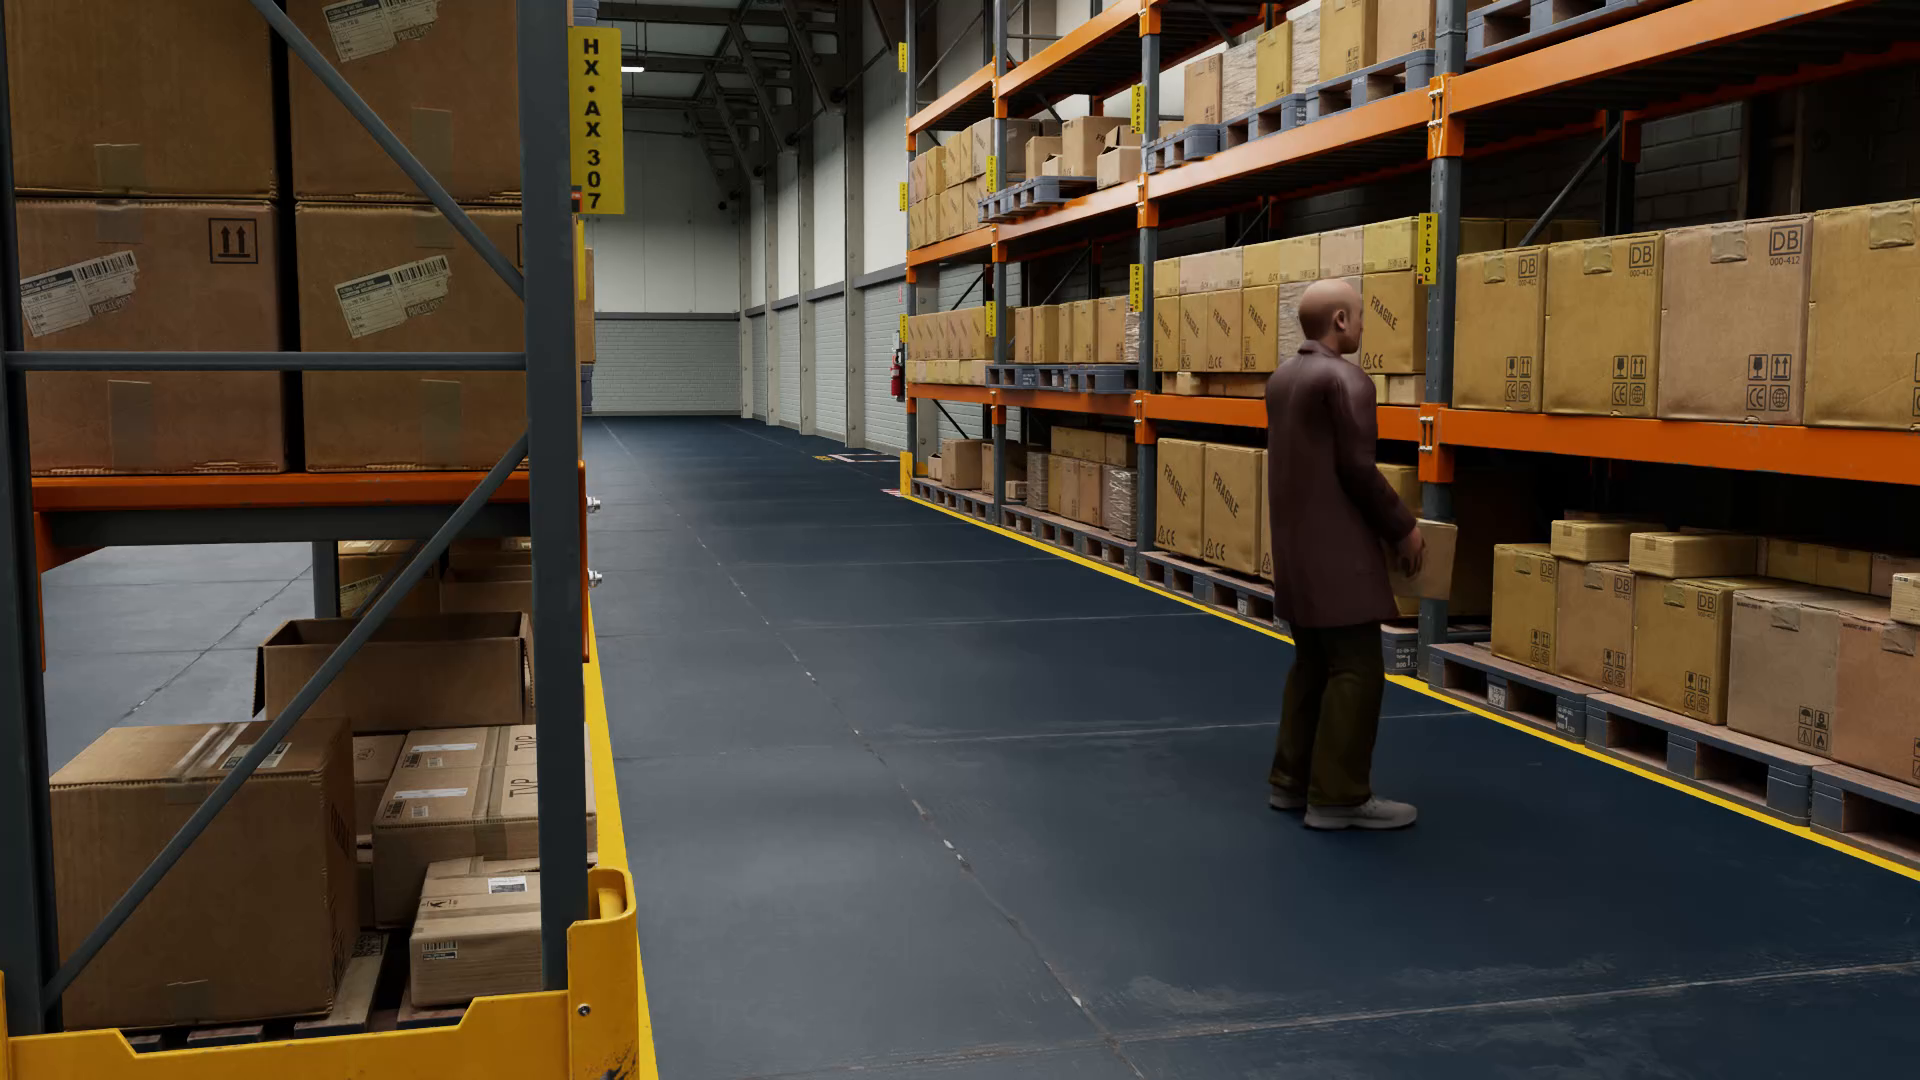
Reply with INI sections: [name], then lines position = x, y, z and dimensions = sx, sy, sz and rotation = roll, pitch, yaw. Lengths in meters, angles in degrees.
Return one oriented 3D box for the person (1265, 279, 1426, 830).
[person]
position = 1.267, 0.034, 5.521
dimensions = 0.467, 1.782, 0.575
rotation = -2, 6, -15
